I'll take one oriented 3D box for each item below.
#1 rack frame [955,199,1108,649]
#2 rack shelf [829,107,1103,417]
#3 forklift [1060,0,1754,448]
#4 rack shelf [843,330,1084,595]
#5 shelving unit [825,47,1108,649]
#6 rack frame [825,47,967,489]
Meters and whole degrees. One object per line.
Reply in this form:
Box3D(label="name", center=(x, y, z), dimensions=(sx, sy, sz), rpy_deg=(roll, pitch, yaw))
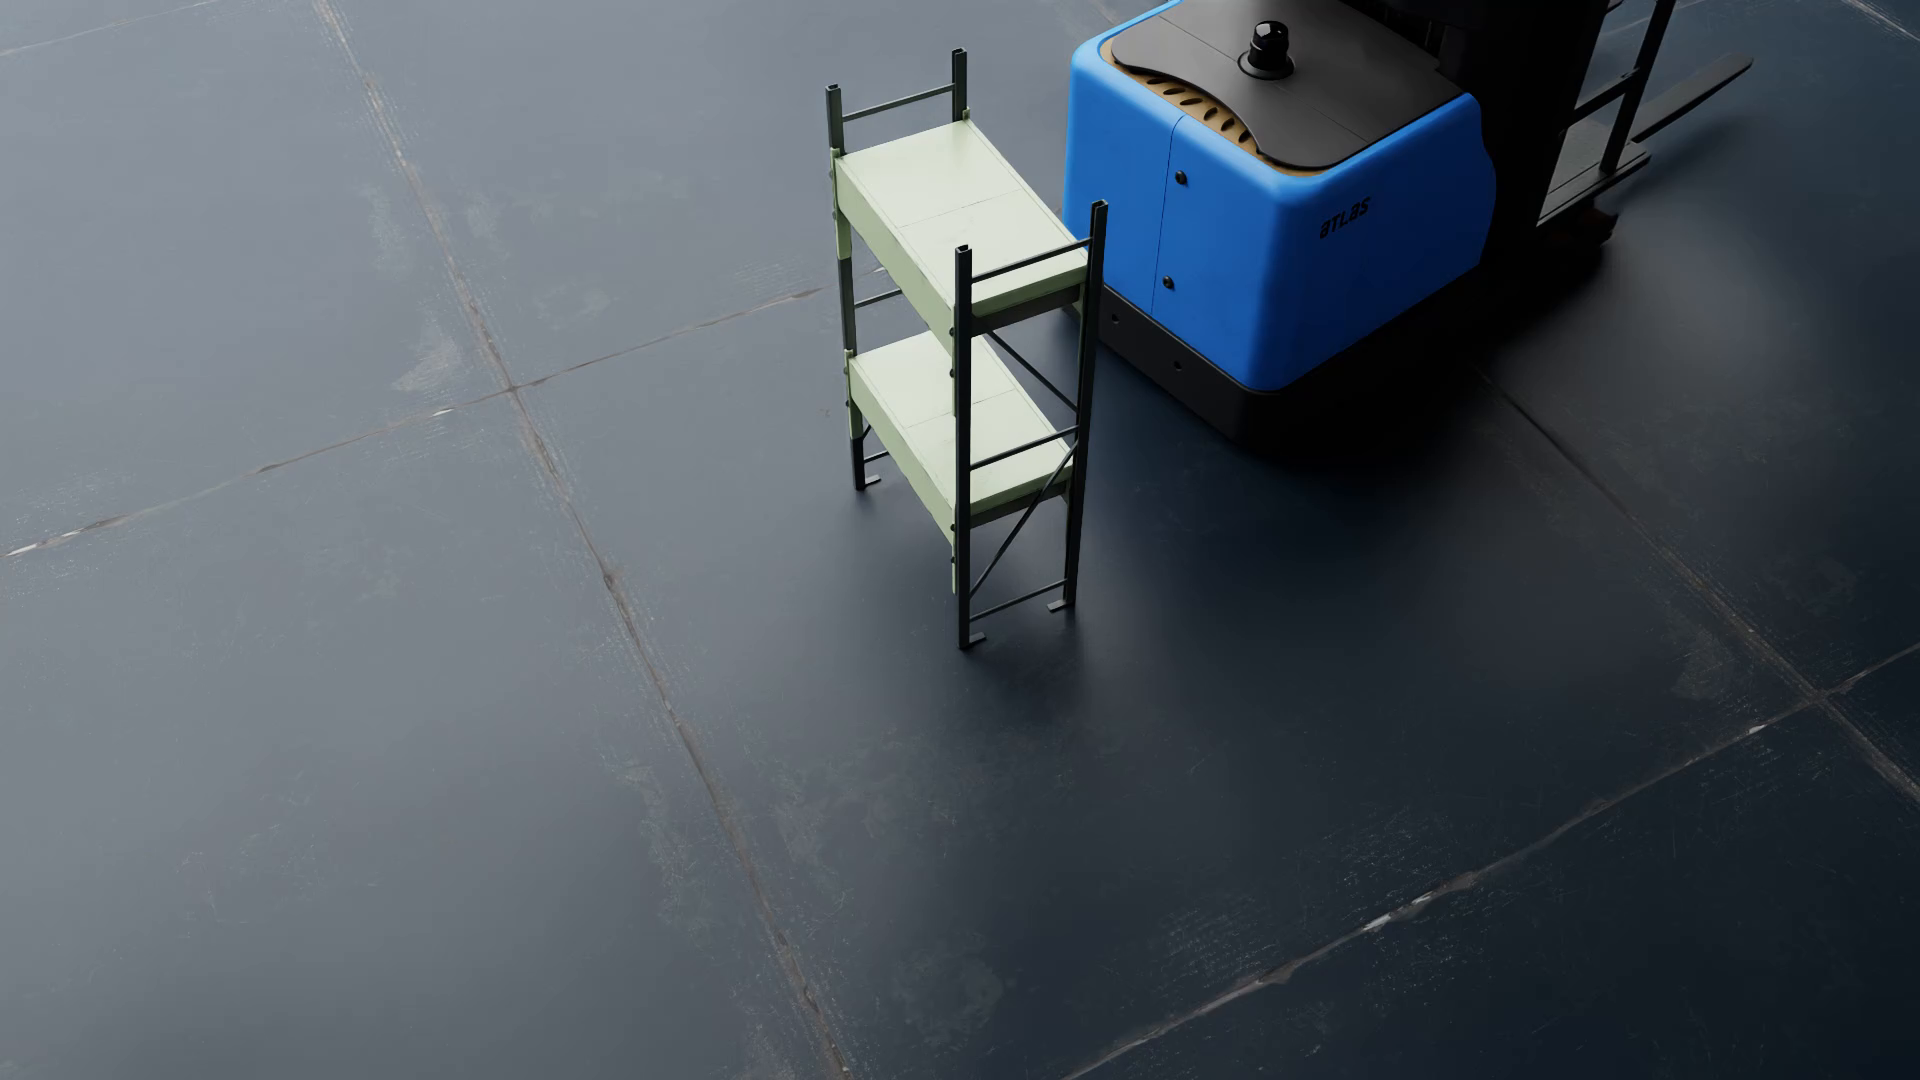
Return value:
Box3D(label="rack frame", center=(0.171, -0.244, 4.467), dimensions=(0.400, 1.500, 0.023), rpy_deg=(-21, 52, -18))
Box3D(label="rack shelf", center=(0.003, -0.746, 4.388), dimensions=(0.431, 0.370, 0.720), rpy_deg=(-21, 52, -18))
Box3D(label="forklift", center=(1.791, -2.212, 5.238), dimensions=(3.031, 2.935, 1.130), rpy_deg=(-32, 56, -25))
Box3D(label="rack shelf", center=(0.003, -0.275, 4.927), dimensions=(0.431, 0.370, 0.720), rpy_deg=(-21, 52, -18))
Box3D(label="shelving unit", center=(0.003, -0.489, 4.682), dimensions=(0.431, 1.500, 0.755), rpy_deg=(-21, 52, -18))
Box3D(label="rack frame", center=(-0.164, -0.734, 4.896), dimensions=(0.400, 1.500, 0.023), rpy_deg=(-21, 52, -18))
